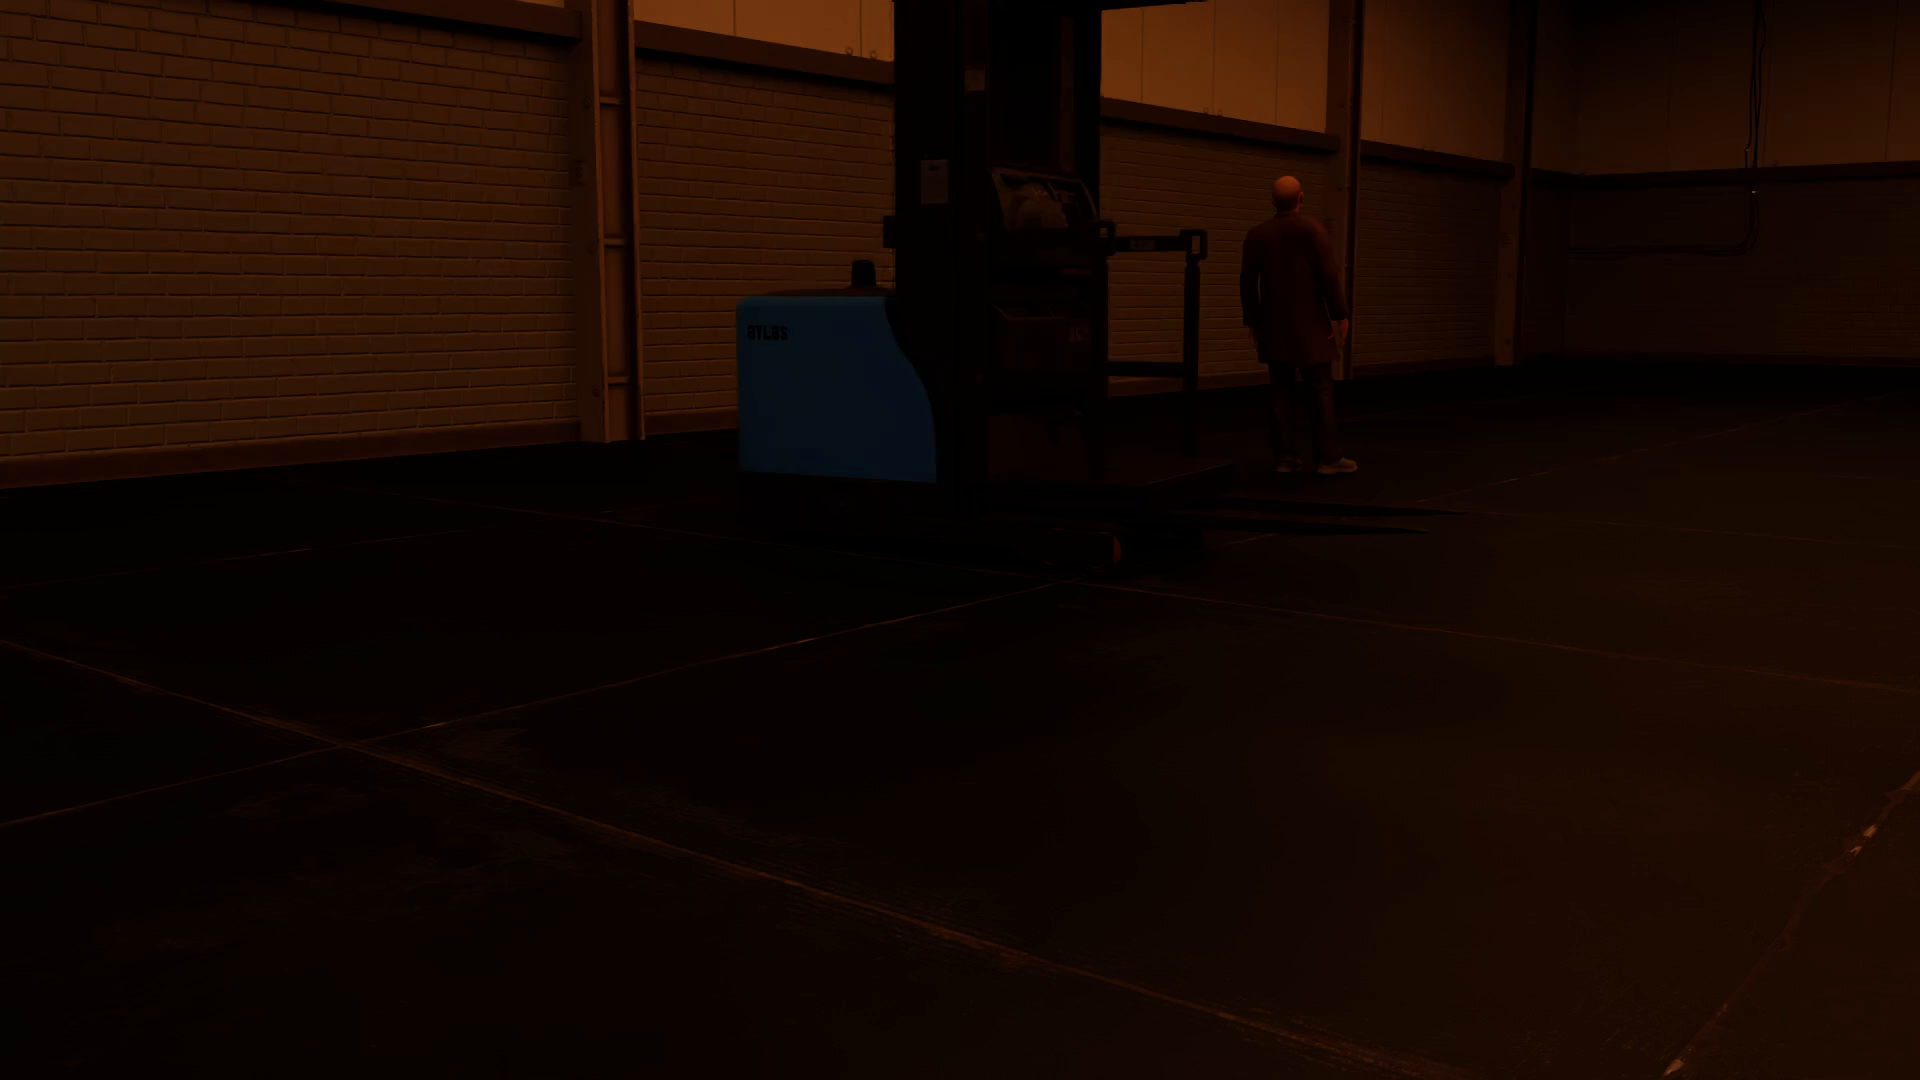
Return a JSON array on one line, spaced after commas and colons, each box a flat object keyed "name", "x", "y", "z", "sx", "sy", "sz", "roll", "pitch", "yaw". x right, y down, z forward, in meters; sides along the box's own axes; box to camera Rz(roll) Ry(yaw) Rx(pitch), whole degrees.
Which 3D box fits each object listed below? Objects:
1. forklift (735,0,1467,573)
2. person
[{"name": "forklift", "x": 0.543, "y": -1.409, "z": 6.910, "sx": 3.031, "sy": 2.935, "sz": 1.130, "roll": 5, "pitch": 9, "yaw": 28}, {"name": "person", "x": 2.063, "y": -1.292, "z": 10.079, "sx": 0.690, "sy": 1.783, "sz": 0.559, "roll": 6, "pitch": 10, "yaw": 37}]
